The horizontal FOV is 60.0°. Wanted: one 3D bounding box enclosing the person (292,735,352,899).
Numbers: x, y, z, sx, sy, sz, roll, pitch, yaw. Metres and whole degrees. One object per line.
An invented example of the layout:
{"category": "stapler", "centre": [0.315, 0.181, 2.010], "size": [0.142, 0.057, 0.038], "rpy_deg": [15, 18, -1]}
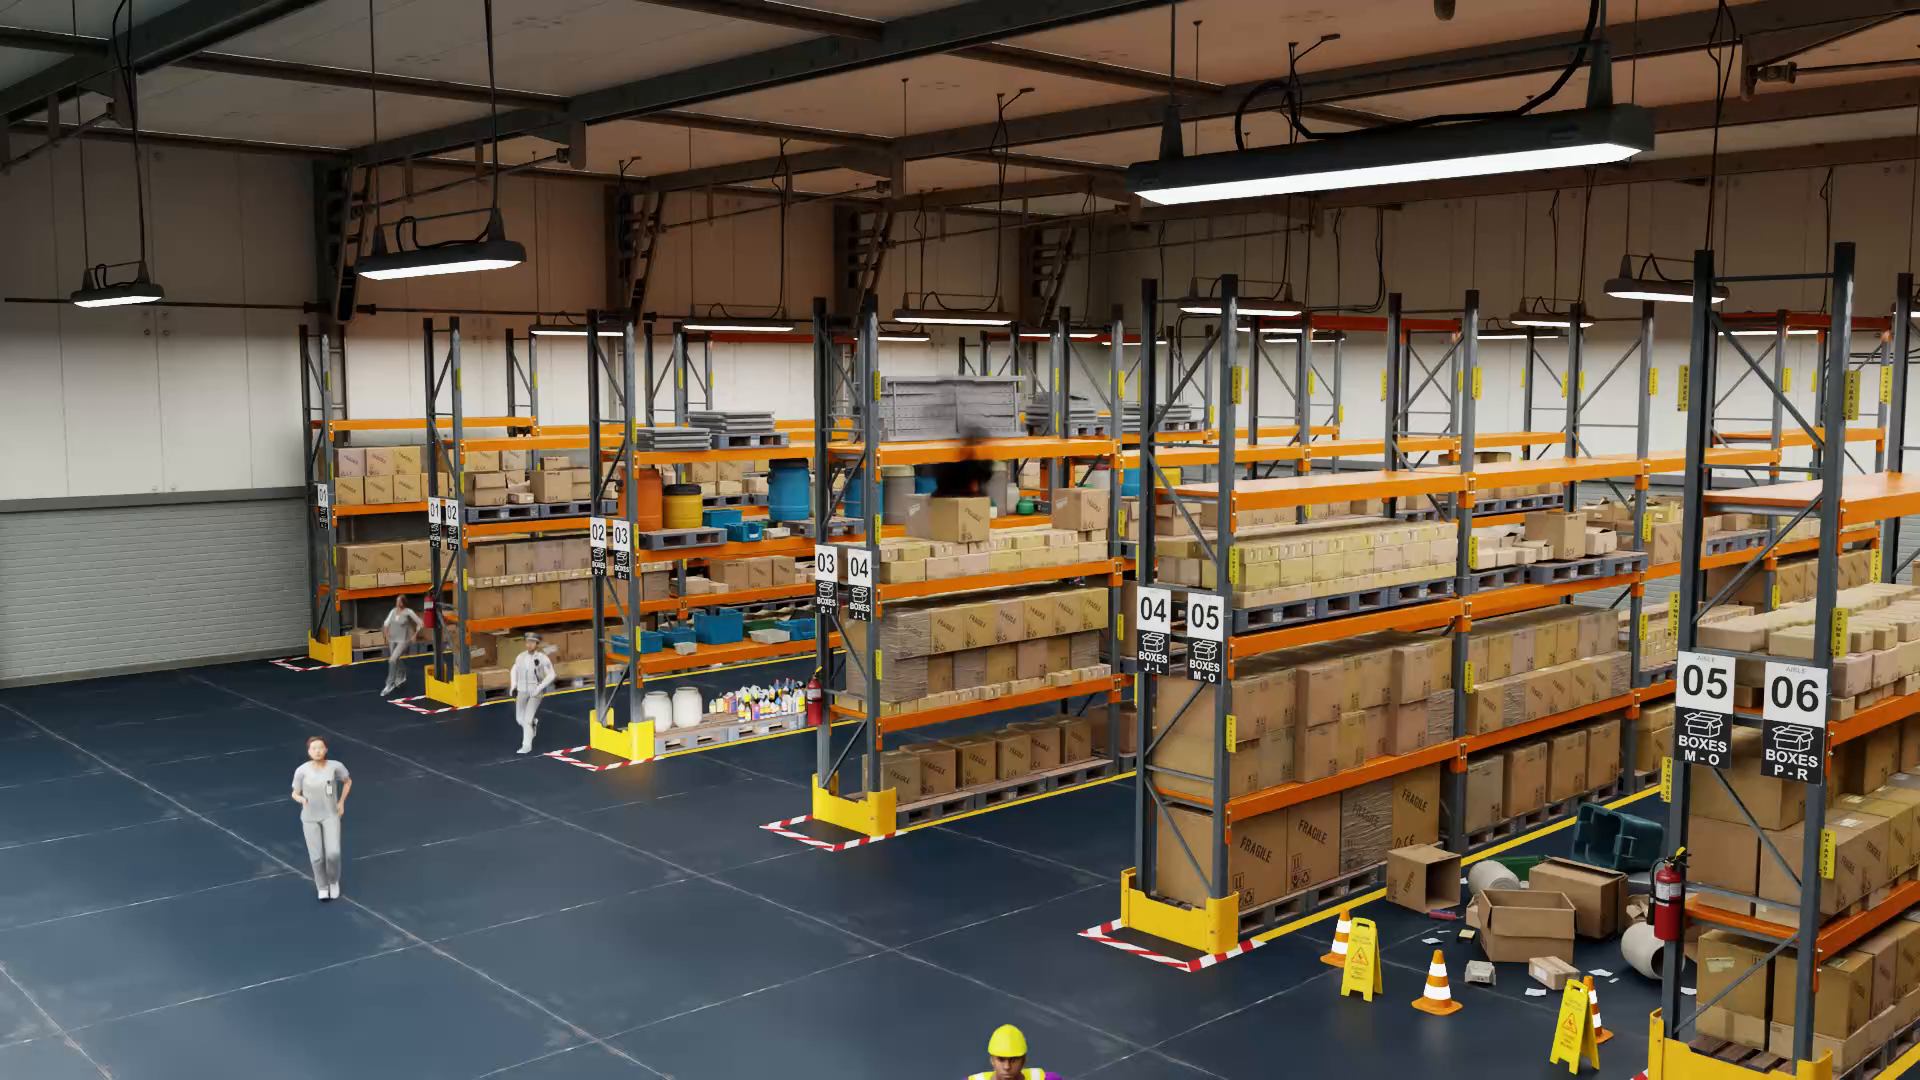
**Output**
{"category": "person", "centre": [-6.189, 2.712, 16.140], "size": [0.544, 1.629, 0.605], "rpy_deg": [-2, 6, -18]}

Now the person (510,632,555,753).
{"category": "person", "centre": [-5.845, 2.059, 22.719], "size": [0.649, 1.641, 0.646], "rpy_deg": [1, 6, 7]}

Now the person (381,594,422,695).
{"category": "person", "centre": [-9.045, 1.670, 26.876], "size": [0.608, 1.608, 0.723], "rpy_deg": [2, 6, 19]}

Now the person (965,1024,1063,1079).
{"category": "person", "centre": [0.269, 3.432, 8.707], "size": [0.726, 1.840, 0.744], "rpy_deg": [0, 6, 4]}
